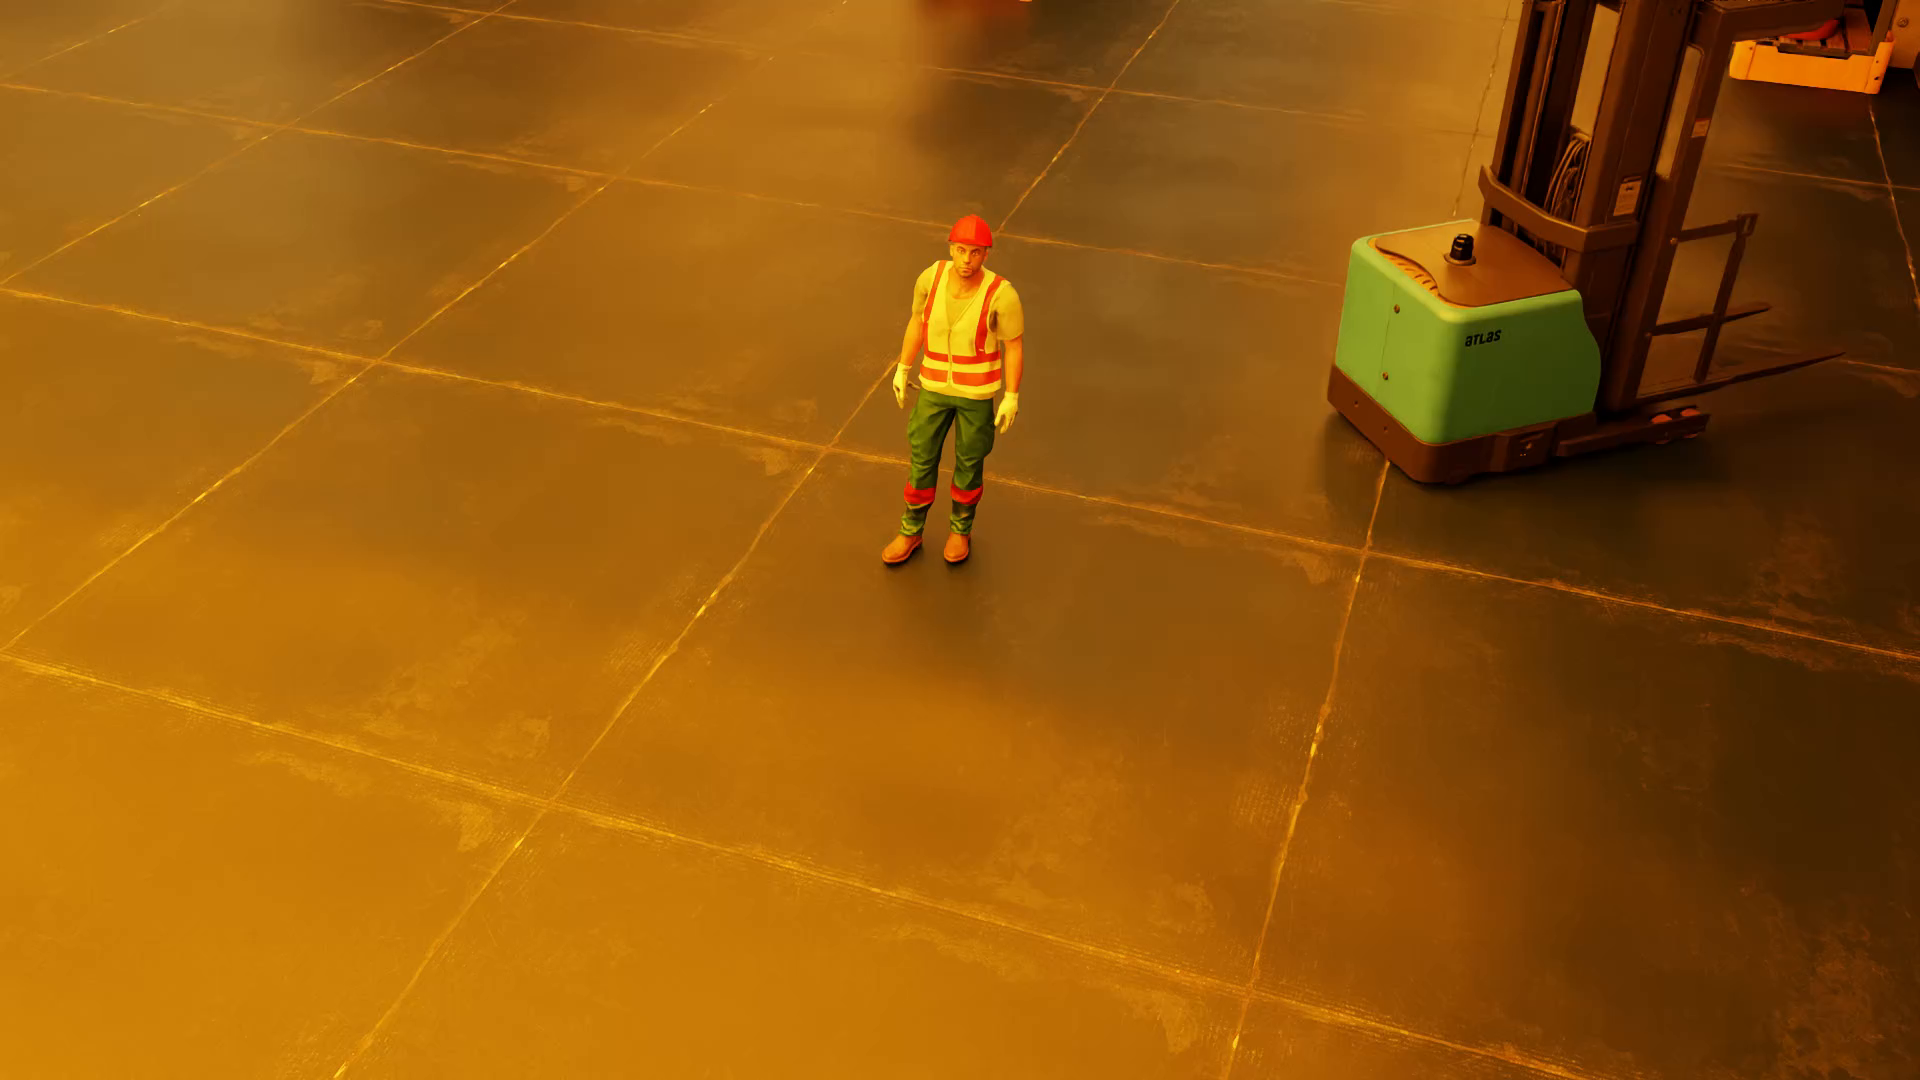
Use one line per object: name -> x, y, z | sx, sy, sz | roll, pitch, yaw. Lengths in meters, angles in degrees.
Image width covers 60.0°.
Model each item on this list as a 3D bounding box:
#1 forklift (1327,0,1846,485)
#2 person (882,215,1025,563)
forklift -> 3.709, -2.011, 8.948 | 3.031, 2.935, 1.130 | -12, 37, -16
person -> -0.037, -0.693, 8.064 | 0.638, 1.789, 0.562 | 12, 37, 16
